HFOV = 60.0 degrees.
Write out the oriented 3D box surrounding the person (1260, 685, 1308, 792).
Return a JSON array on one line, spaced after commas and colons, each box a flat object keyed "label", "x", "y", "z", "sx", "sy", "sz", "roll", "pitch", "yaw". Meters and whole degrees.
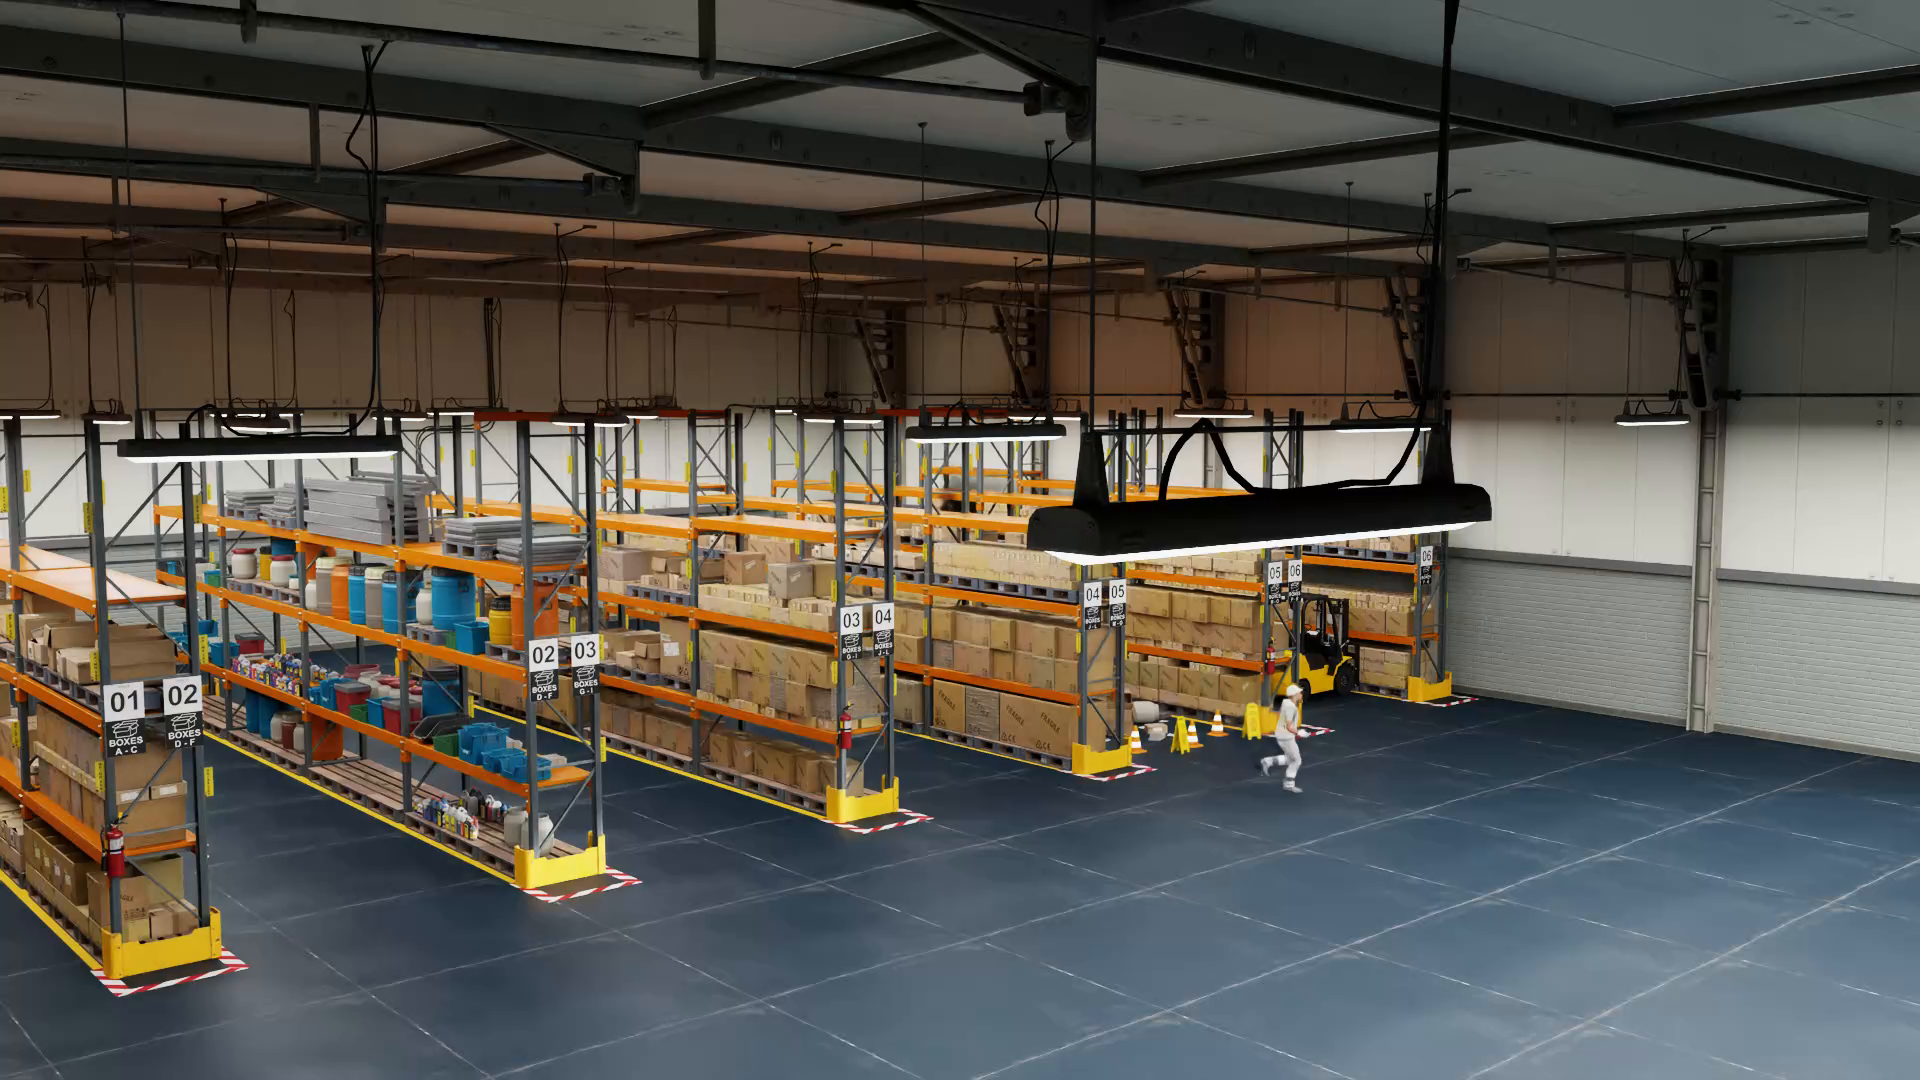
[{"label": "person", "x": 5.159, "y": 3.160, "z": 26.478, "sx": 0.722, "sy": 1.738, "sz": 0.697, "roll": 0, "pitch": 5, "yaw": 4}]
